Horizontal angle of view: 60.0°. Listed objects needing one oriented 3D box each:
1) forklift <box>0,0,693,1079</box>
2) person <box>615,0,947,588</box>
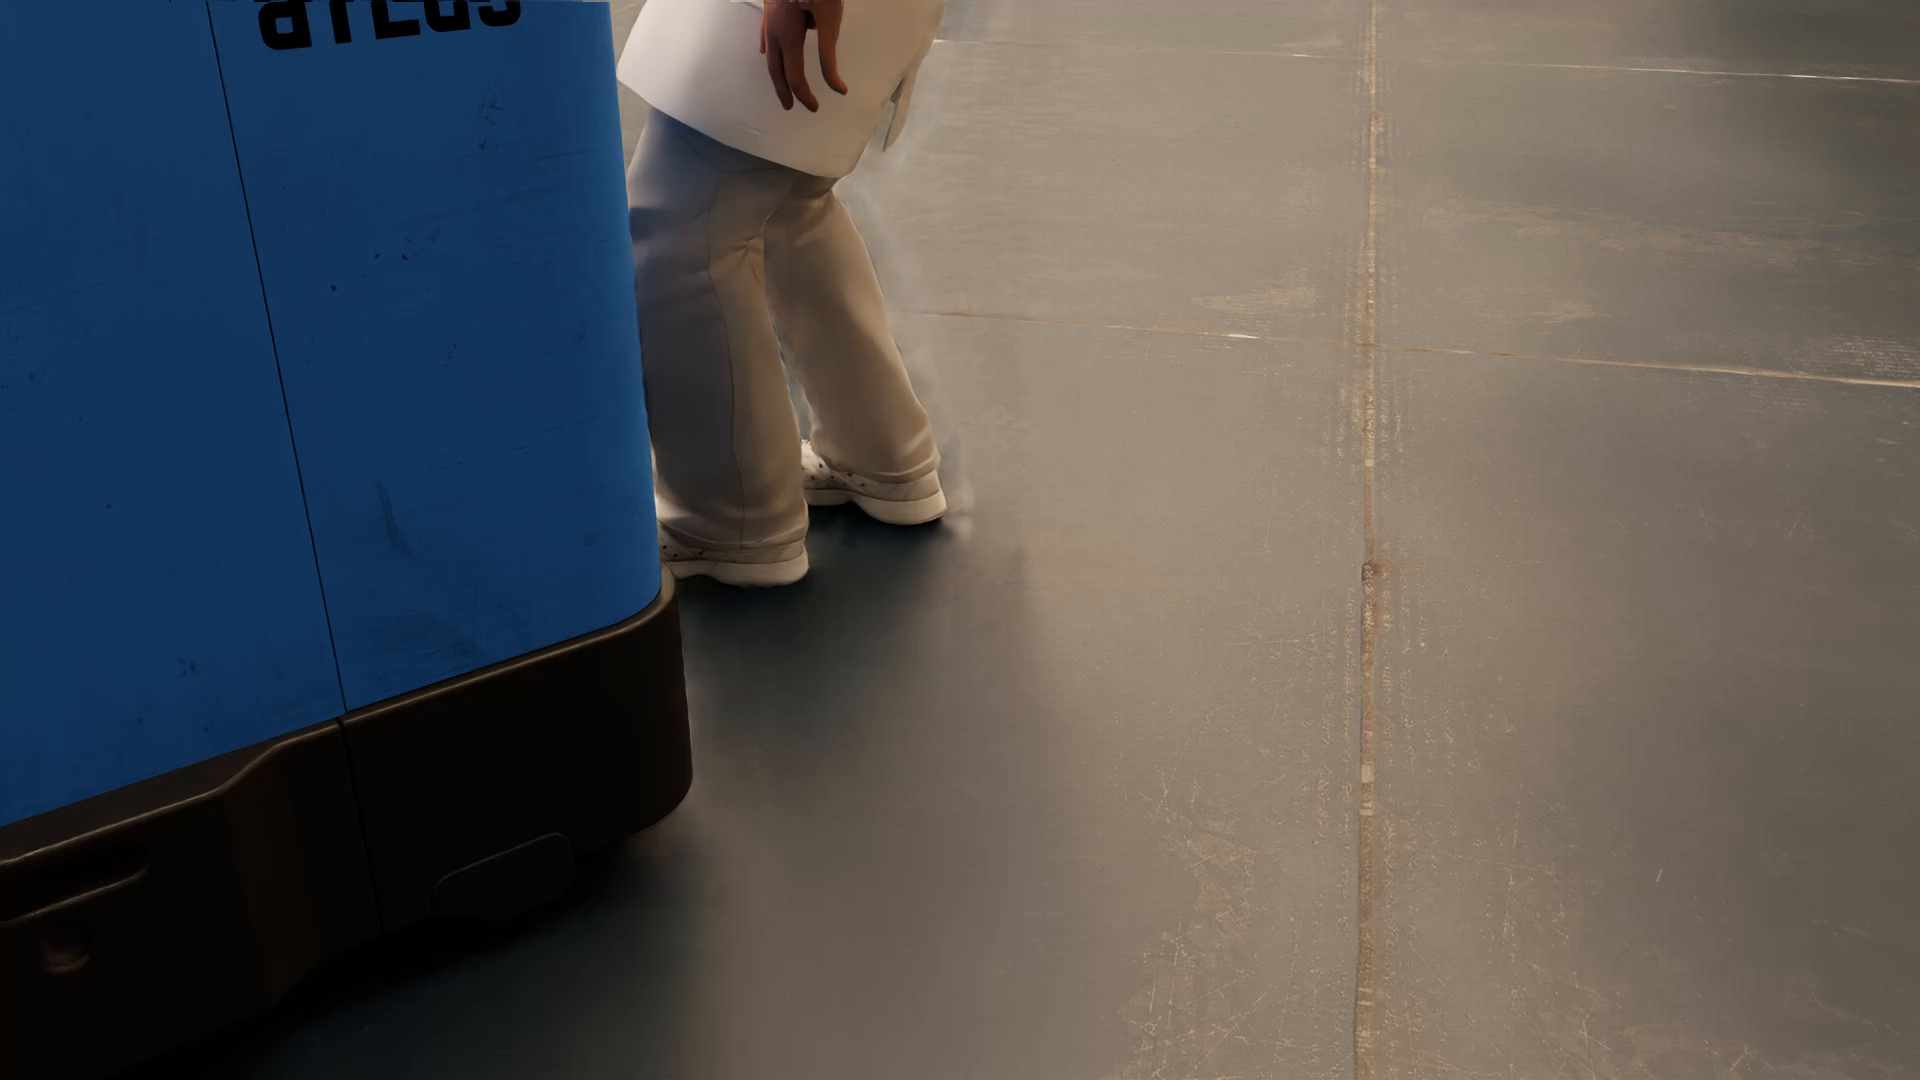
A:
[{"bbox_3d":[-1.773,-0.746,0.724,3.031,2.935,1.130,-19,32,-33],"label":"forklift"},{"bbox_3d":[-0.264,-0.757,2.077,0.633,1.744,0.816,3,27,5],"label":"person"}]
